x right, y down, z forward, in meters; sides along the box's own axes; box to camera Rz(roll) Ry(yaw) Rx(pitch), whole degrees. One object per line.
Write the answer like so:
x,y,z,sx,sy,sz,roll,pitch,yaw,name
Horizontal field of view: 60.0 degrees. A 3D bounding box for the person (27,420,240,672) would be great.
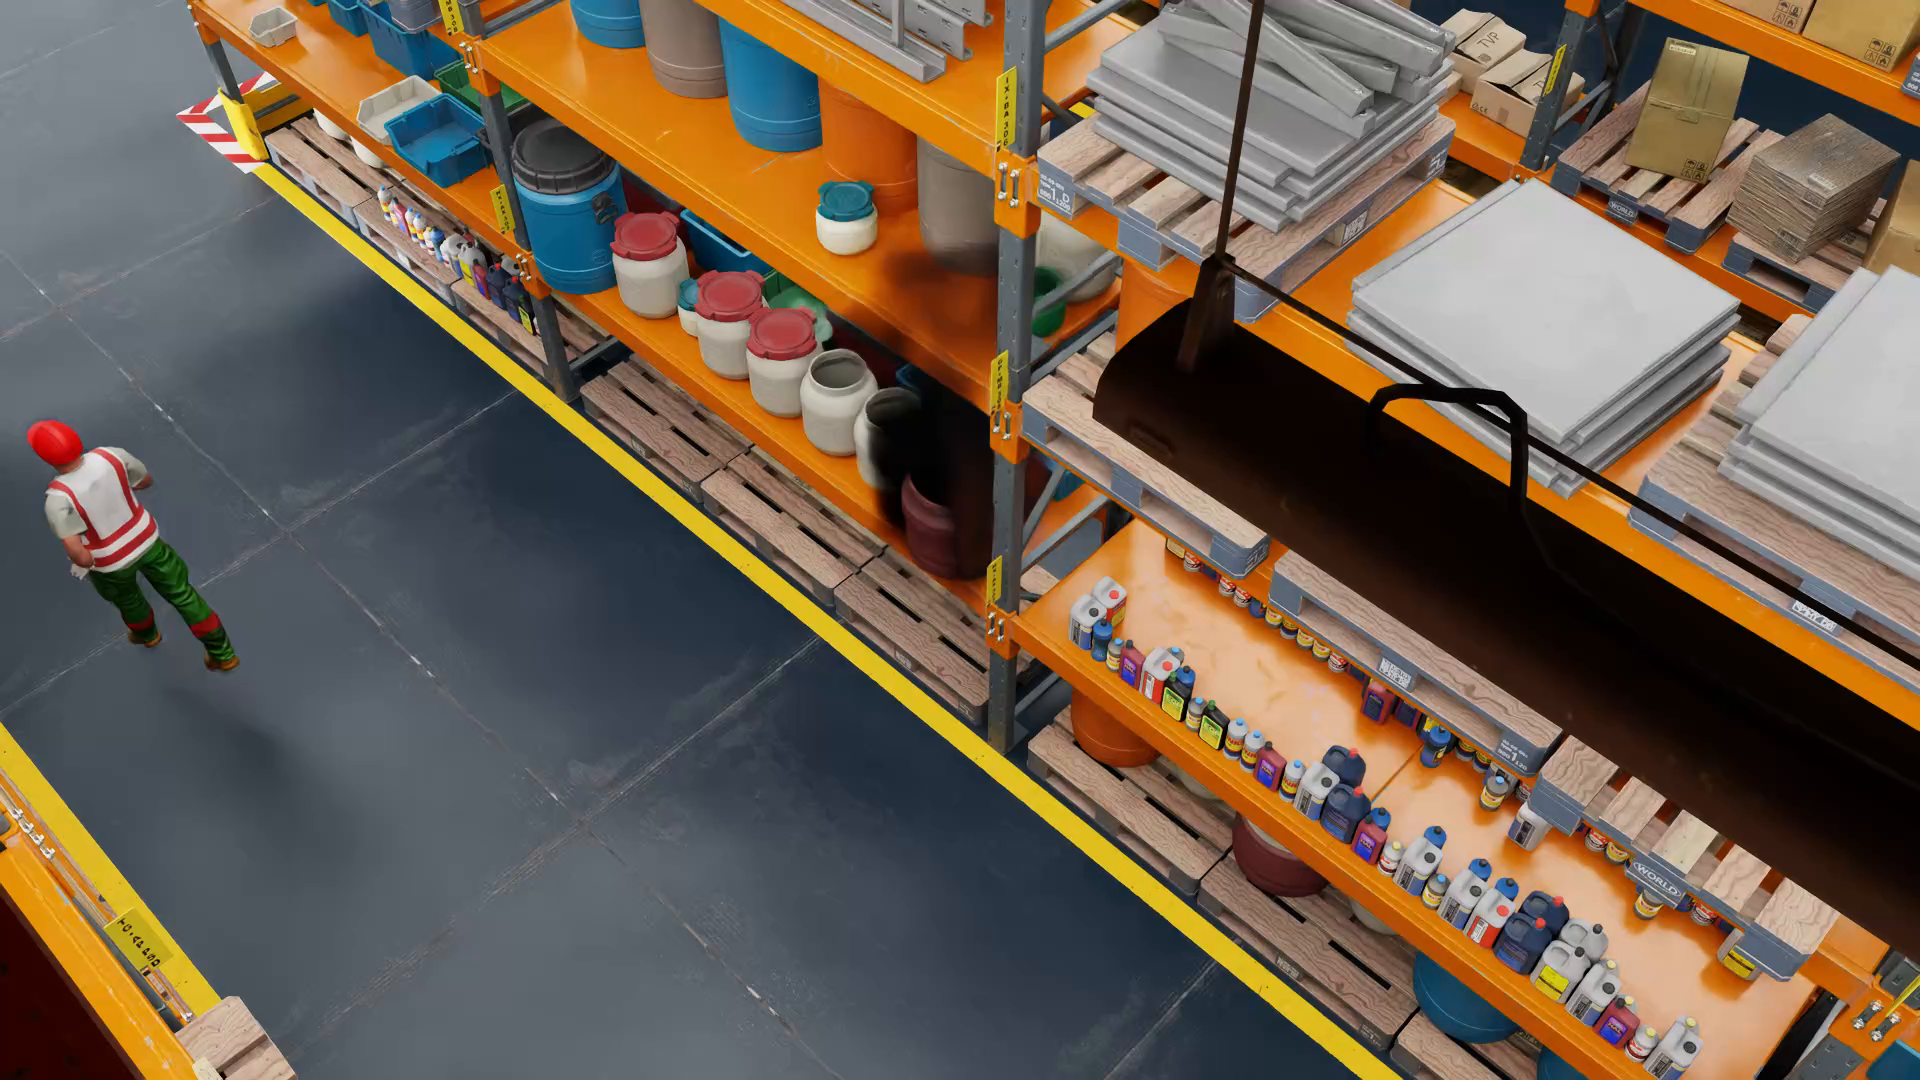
-4.400,0.060,8.789,0.850,1.837,0.613,29,56,22,person
